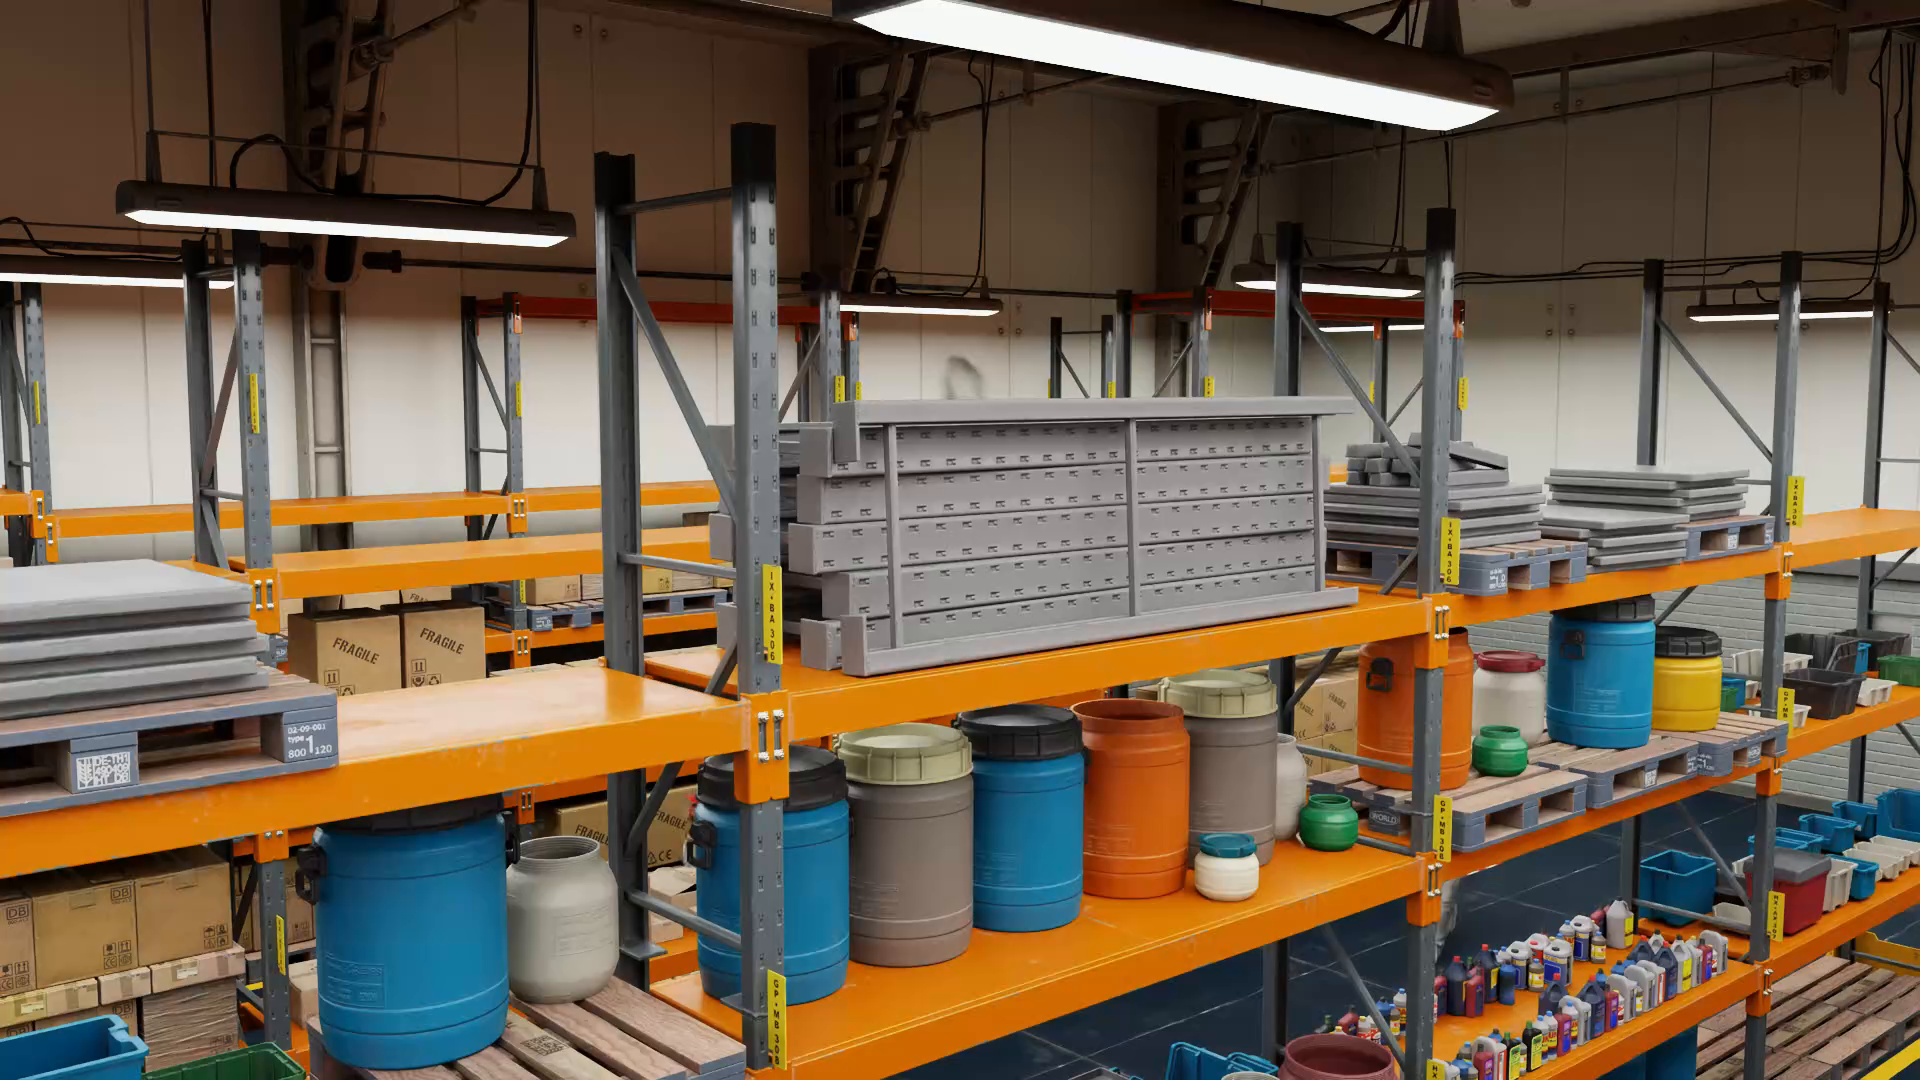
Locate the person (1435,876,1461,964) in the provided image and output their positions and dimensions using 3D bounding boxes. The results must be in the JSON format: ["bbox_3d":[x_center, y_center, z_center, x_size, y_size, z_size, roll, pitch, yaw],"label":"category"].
[{"bbox_3d":[4.368,2.847,15.064,0.658,1.768,0.974,4,7,36],"label":"person"}]

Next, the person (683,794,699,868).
[{"bbox_3d":[-2.113,2.973,14.055,0.635,1.758,0.651,-4,7,-35],"label":"person"}]
